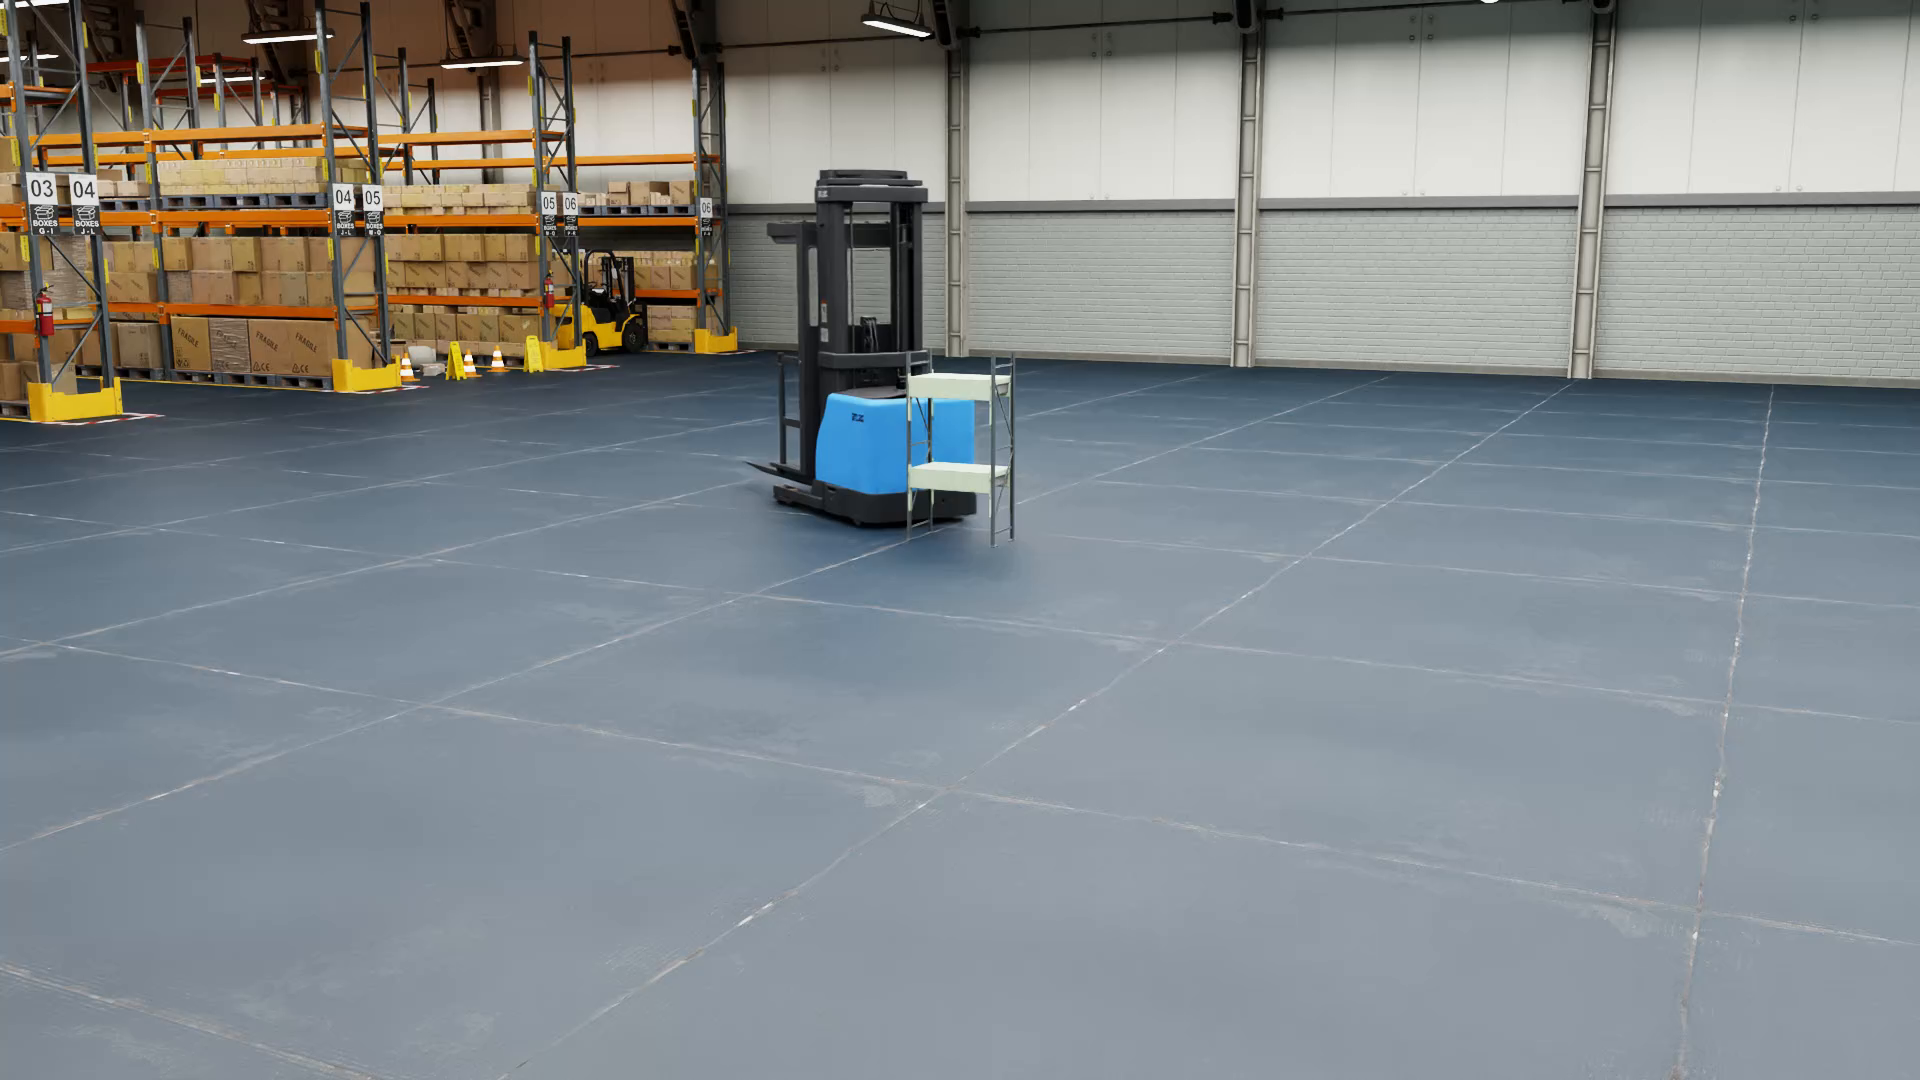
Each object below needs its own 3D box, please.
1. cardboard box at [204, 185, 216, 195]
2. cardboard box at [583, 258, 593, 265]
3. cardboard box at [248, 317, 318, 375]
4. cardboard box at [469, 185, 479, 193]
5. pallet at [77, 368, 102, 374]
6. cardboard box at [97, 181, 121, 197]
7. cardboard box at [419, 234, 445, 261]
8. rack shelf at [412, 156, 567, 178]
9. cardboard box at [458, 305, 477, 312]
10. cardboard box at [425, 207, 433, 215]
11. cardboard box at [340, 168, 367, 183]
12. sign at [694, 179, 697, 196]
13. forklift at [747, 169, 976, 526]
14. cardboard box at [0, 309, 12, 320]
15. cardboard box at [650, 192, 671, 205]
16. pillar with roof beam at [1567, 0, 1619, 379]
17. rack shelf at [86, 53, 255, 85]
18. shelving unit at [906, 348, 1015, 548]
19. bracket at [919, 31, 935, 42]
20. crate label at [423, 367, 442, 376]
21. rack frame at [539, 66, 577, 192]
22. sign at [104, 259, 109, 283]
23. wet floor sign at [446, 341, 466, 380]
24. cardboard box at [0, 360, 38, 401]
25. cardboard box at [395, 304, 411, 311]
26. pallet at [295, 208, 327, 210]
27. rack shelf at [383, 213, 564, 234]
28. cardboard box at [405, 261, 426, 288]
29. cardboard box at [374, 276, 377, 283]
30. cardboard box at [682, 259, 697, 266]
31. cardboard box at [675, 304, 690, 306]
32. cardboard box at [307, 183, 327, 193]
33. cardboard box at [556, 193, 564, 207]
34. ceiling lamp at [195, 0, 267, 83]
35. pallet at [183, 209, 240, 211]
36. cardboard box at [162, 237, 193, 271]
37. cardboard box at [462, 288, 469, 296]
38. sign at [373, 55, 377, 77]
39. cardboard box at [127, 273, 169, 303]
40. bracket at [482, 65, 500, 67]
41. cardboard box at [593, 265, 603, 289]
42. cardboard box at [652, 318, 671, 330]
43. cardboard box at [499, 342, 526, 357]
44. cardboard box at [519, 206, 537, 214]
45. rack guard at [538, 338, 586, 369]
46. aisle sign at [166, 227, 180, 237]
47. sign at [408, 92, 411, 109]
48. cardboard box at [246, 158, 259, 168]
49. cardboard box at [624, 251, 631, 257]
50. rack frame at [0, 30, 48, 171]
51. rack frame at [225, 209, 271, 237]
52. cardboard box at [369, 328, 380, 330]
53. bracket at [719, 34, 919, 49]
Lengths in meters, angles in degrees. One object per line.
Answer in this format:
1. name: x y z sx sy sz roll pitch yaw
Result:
1. cardboard box: -12.000 -5.665 26.930 0.250 0.149 0.380 5 11 25
2. cardboard box: -7.960 -6.045 36.105 0.250 0.149 0.380 5 12 27
3. cardboard box: -10.929 -3.177 27.150 0.875 0.875 0.875 5 11 25
4. cardboard box: -8.931 -6.544 31.010 0.250 0.149 0.380 5 11 24
5. pallet: -16.003 -3.088 29.702 1.213 0.211 1.003 5 11 26
6. cardboard box: -14.294 -5.940 28.165 0.500 0.250 0.500 5 11 25
7. cardboard box: -9.804 -5.549 31.542 0.500 0.500 0.700 5 11 25
8. rack shelf: -10.590 -8.370 37.352 4.000 0.370 1.077 5 11 26
9. cardboard box: -11.241 -5.063 38.270 0.625 0.625 0.875 5 12 28
10. cardboard box: -9.896 -6.226 31.493 0.250 0.149 0.380 5 11 24
11. cardboard box: -9.821 -5.788 26.490 0.500 0.250 0.500 5 11 26
12. sign: -5.462 -7.283 34.362 0.005 0.325 0.100 5 11 26
13. forklift: -1.033 -1.779 14.831 1.130 2.935 3.031 -6 12 -29
14. cardboard box: -12.605 -3.017 22.184 0.250 0.149 0.380 5 11 26
15. cardboard box: -6.314 -7.198 35.075 0.258 0.266 0.396 5 11 26
16. pillar with roof beam: 8.802 -6.541 24.102 0.548 9.000 9.100 5 11 26
17. rack shelf: -16.370 -9.724 34.380 4.000 0.370 1.077 5 11 26
18. shelving unit: 0.006 -0.737 13.094 0.755 1.500 0.431 5 11 26
19. bracket: -0.584 -9.921 32.672 0.430 0.232 0.235 5 11 26
20. crate label: -9.277 -2.970 29.256 0.298 0.136 0.250 -1 10 -4
21. rack frame: -8.797 -8.763 36.381 0.127 3.000 1.000 5 11 26
22. sign: -11.547 -3.633 22.449 0.005 0.325 0.100 5 11 26
23. wet floor sign: -8.600 -3.060 28.324 0.232 0.644 0.267 3 11 16
24. cardboard box: -12.891 -2.190 22.749 0.500 0.500 0.500 9 14 41
25. cardboard box: -12.939 -5.420 38.776 0.250 0.149 0.380 4 11 23
26. pallet: -12.427 -6.548 33.095 1.003 0.211 1.213 5 11 26
27. rack shelf: -9.196 -5.982 31.460 4.000 0.370 1.077 5 11 26
28. cardboard box: -10.258 -5.099 31.863 0.500 0.500 0.500 5 11 26
29. cardboard box: -11.573 -5.097 32.499 0.250 0.149 0.380 5 11 27
30. cardboard box: -5.644 -5.847 35.011 0.250 0.149 0.380 5 11 27
31. cardboard box: -6.006 -4.948 35.883 0.500 0.250 0.500 5 11 26
32. cardboard box: -9.950 -5.485 25.934 0.250 0.149 0.380 5 11 26
33. cardboard box: -7.735 -6.334 30.966 0.500 0.250 0.500 5 11 25
34. ceiling lamp: -16.192 -11.849 37.040 2.000 3.185 0.800 5 11 26
35. pallet: -15.177 -6.759 34.258 1.003 0.211 1.213 6 12 28
36. cardboard box: -12.773 -4.790 27.821 0.550 0.550 0.875 5 11 26
37. cardboard box: -9.195 -4.698 31.471 0.250 0.149 0.380 5 11 26
38. sign: -9.251 -7.482 26.235 0.005 0.325 0.100 5 11 26
39. cardboard box: -13.675 -4.267 28.104 0.500 0.500 0.500 5 11 25
40. bracket: -10.601 -10.801 37.536 0.430 0.232 0.235 5 11 26
41. cardboard box: -7.585 -5.705 36.051 0.500 0.500 0.500 5 11 25
42. cardboard box: -6.229 -4.625 35.501 0.500 0.250 0.500 5 11 25
43. cardboard box: -8.268 -3.579 31.124 0.500 0.250 0.500 5 11 26
44. cardboard box: -7.846 -6.039 30.456 0.250 0.149 0.380 5 11 26
45. rack guard: -7.471 -3.479 31.048 0.348 0.500 1.175 5 11 26
46. aisle sign: -19.749 -7.994 41.679 0.004 0.787 0.394 5 11 26
47. sign: -10.733 -8.554 32.380 0.005 0.325 0.100 5 11 26
48. cardboard box: -11.094 -5.977 26.419 0.250 0.149 0.380 5 11 25
49. cardboard box: -7.002 -6.125 35.713 0.250 0.149 0.380 5 11 27
50. rack frame: -16.676 -7.487 29.329 0.127 3.000 1.000 5 11 26
51. rack frame: -14.577 -5.333 34.275 0.127 3.000 1.000 5 11 26
52. cardboard box: -12.107 -4.029 33.266 0.625 0.372 0.950 6 12 29
53. bracket: -2.894 -10.124 33.794 4.783 0.066 0.076 5 11 26
